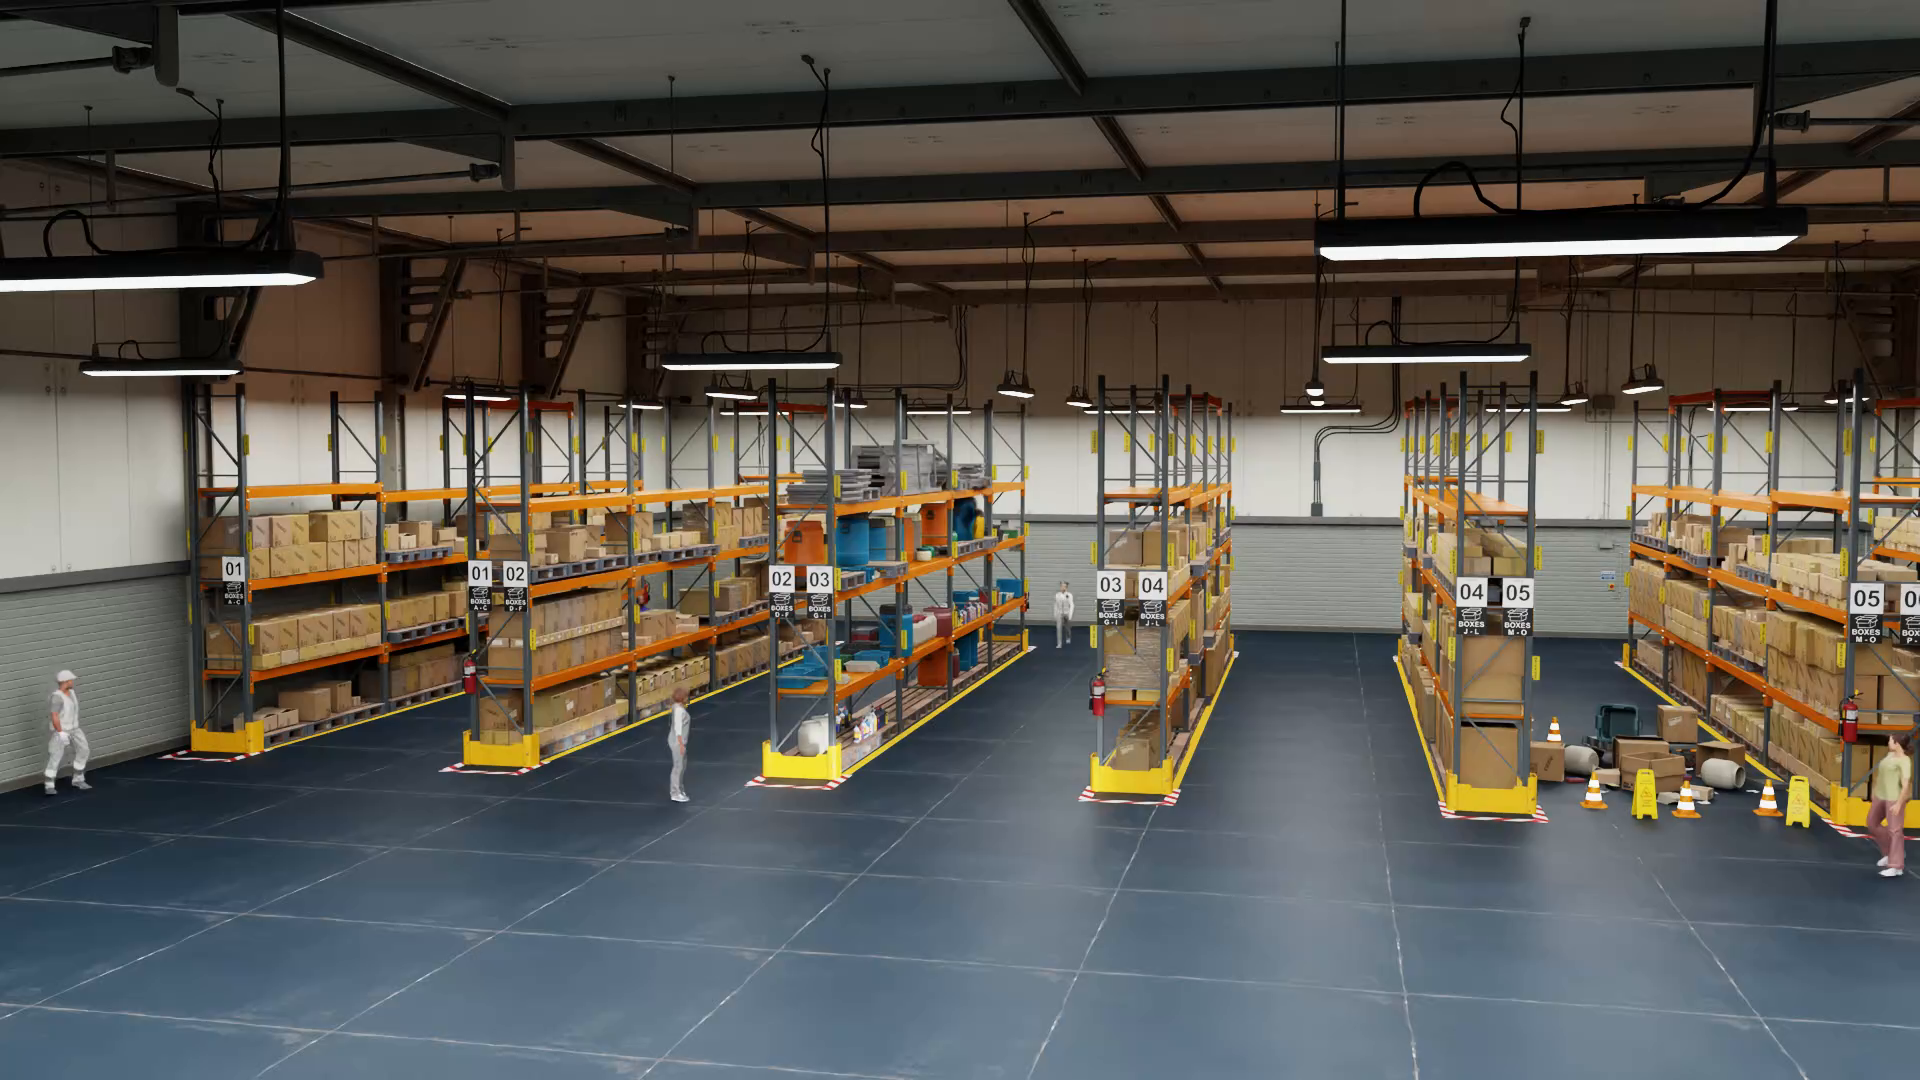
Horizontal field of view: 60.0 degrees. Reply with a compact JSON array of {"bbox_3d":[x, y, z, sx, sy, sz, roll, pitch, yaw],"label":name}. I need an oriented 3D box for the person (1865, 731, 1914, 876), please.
[{"bbox_3d":[10.873,3.047,19.422,0.462,1.672,0.556,0,3,-5],"label":"person"}]

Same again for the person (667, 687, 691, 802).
[{"bbox_3d":[-3.961,2.951,23.430,0.323,1.549,0.508,0,3,-8],"label":"person"}]

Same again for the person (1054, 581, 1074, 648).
[{"bbox_3d":[2.565,1.828,41.087,0.502,1.640,0.956,0,3,7],"label":"person"}]

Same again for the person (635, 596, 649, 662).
[{"bbox_3d":[-7.204,2.058,37.475,0.397,1.594,0.925,0,3,6],"label":"person"}]

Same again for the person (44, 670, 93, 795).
[{"bbox_3d":[-12.849,2.758,23.921,0.529,1.801,0.660,1,3,10],"label":"person"}]
